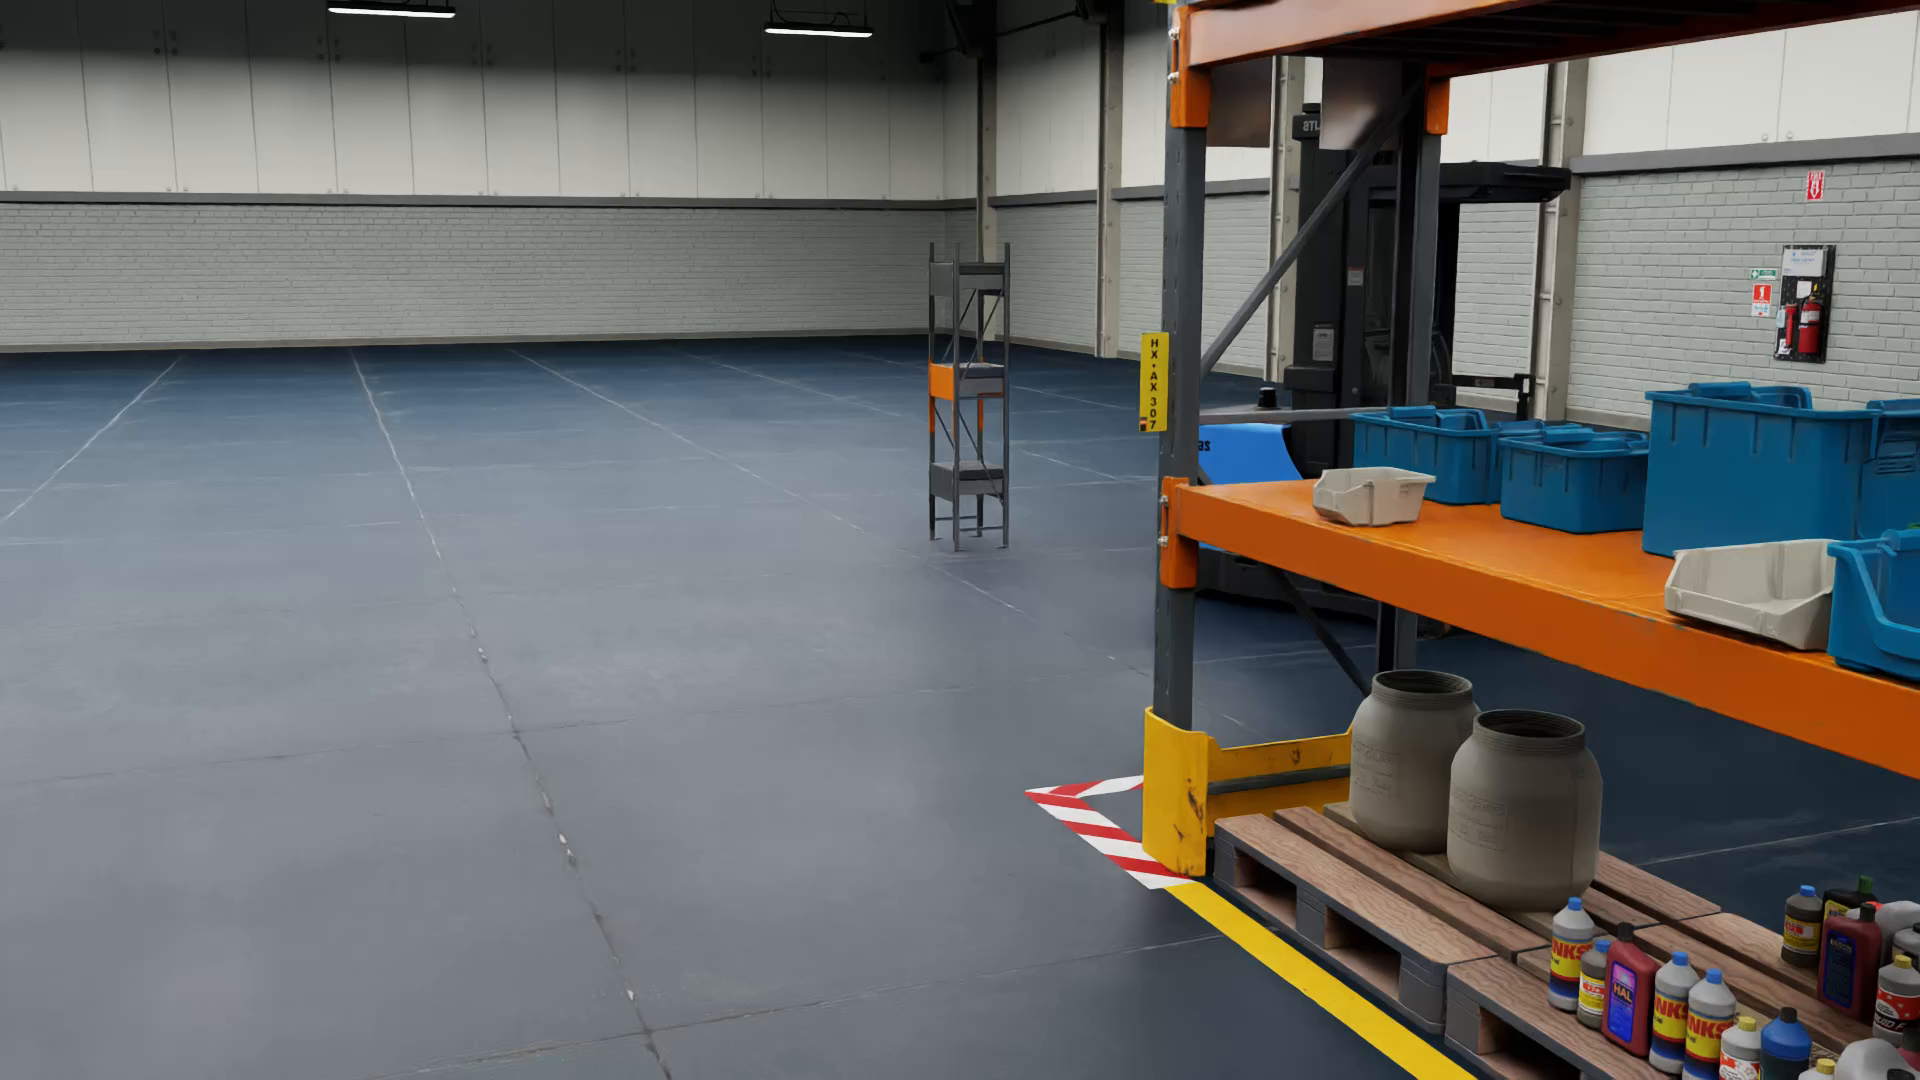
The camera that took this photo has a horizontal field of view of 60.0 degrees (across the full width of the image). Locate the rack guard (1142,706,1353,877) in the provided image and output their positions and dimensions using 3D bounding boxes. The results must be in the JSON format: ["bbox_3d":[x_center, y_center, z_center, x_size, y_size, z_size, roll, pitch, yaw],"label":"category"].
[{"bbox_3d":[1.227,0.821,5.878,1.175,0.500,0.348,-4,11,-21],"label":"rack guard"}]

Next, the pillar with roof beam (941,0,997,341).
[{"bbox_3d":[-3.434,-8.566,34.381,9.100,9.000,0.548,-4,11,-21],"label":"pillar with roof beam"}]

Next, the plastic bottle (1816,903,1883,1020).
[{"bbox_3d":[2.197,1.023,4.103,0.061,0.283,0.133,-4,11,-21],"label":"plastic bottle"}]

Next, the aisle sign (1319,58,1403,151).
[{"bbox_3d":[1.407,-1.730,5.657,0.394,0.787,0.004,-4,11,-21],"label":"aisle sign"}]

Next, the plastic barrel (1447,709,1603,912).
[{"bbox_3d":[1.647,0.783,4.857,0.421,0.512,0.421,0,10,0],"label":"plastic barrel"}]

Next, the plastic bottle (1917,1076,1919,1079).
[{"bbox_3d":[1.917,1.150,3.196,0.144,0.351,0.185,-4,11,-21],"label":"plastic bottle"}]

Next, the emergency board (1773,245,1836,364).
[{"bbox_3d":[8.415,-2.374,16.700,0.194,1.169,0.643,-4,11,-21],"label":"emergency board"}]

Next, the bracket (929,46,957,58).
[{"bbox_3d":[-0.548,-10.947,37.488,0.076,0.066,3.189,-4,11,-21],"label":"bracket"}]

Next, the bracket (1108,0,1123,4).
[{"bbox_3d":[3.506,-9.121,27.224,0.076,0.066,4.783,-4,11,-21],"label":"bracket"}]

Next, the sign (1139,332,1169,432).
[{"bbox_3d":[0.641,-0.521,5.496,0.100,0.325,0.005,-4,11,-21],"label":"sign"}]

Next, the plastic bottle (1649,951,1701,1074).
[{"bbox_3d":[1.647,1.079,3.823,0.097,0.271,0.097,0,10,0],"label":"plastic bottle"}]

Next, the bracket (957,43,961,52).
[{"bbox_3d":[0.097,-10.656,35.856,0.235,0.232,0.430,-4,11,-21],"label":"bracket"}]

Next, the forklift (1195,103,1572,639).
[{"bbox_3d":[2.684,-1.015,9.257,3.031,2.935,1.130,9,14,42],"label":"forklift"}]

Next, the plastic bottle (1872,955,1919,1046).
[{"bbox_3d":[2.236,1.090,3.960,0.097,0.201,0.097,0,10,0],"label":"plastic bottle"}]

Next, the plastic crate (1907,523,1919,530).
[{"bbox_3d":[2.376,0.098,3.407,0.450,0.188,0.662,-4,11,-21],"label":"plastic crate"}]

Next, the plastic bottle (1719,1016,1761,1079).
[{"bbox_3d":[1.719,1.146,3.647,0.097,0.201,0.097,0,10,0],"label":"plastic bottle"}]

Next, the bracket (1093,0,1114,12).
[{"bbox_3d":[2.572,-9.542,29.588,0.235,0.232,0.430,-4,11,-21],"label":"bracket"}]

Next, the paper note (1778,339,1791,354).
[{"bbox_3d":[8.415,-1.973,16.964,0.016,0.148,0.142,-4,11,-21],"label":"paper note"}]

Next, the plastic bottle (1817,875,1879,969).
[{"bbox_3d":[2.289,0.991,4.282,0.061,0.283,0.133,-4,11,-20],"label":"plastic bottle"}]

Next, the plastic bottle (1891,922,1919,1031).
[{"bbox_3d":[2.346,1.043,4.015,0.152,0.276,0.135,-4,11,-22],"label":"plastic bottle"}]

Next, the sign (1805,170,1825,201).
[{"bbox_3d":[8.505,-3.523,16.540,0.001,0.298,0.199,-4,11,-21],"label":"sign"}]

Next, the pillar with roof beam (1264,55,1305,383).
[{"bbox_3d":[0.914,-6.607,23.369,9.100,9.000,0.400,-4,11,-21],"label":"pillar with roof beam"}]

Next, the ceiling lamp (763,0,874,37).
[{"bbox_3d":[-2.645,-10.767,30.090,2.000,3.185,0.800,-4,11,-21],"label":"ceiling lamp"}]

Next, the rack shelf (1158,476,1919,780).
[{"bbox_3d":[1.881,0.261,3.940,1.077,0.370,4.000,-4,11,-21],"label":"rack shelf"}]

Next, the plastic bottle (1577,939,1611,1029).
[{"bbox_3d":[1.560,1.074,4.049,0.097,0.201,0.097,0,10,0],"label":"plastic bottle"}]

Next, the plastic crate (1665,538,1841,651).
[{"bbox_3d":[1.781,0.114,3.465,0.530,0.136,0.437,-4,11,-21],"label":"plastic crate"}]

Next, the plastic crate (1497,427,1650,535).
[{"bbox_3d":[1.846,-0.177,4.775,0.499,0.251,0.408,-4,11,-21],"label":"plastic crate"}]

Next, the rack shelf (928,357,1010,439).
[{"bbox_3d":[0.060,-0.993,11.587,0.431,0.518,0.480,-4,11,-21],"label":"rack shelf"}]

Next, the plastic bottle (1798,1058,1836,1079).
[{"bbox_3d":[1.793,1.180,3.458,0.097,0.201,0.097,0,10,0],"label":"plastic bottle"}]

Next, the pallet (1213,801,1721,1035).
[{"bbox_3d":[1.517,1.096,5.156,1.003,0.211,1.213,-4,11,-21],"label":"pallet"}]

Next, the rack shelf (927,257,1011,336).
[{"bbox_3d":[0.060,-1.683,11.464,0.431,0.518,0.480,-4,11,-21],"label":"rack shelf"}]

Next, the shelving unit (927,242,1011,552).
[{"bbox_3d":[0.060,-1.007,11.584,0.431,2.100,0.503,-4,11,-21],"label":"shelving unit"}]

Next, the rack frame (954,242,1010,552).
[{"bbox_3d":[0.148,-0.967,11.360,0.400,2.100,0.015,-4,11,-21],"label":"rack frame"}]
